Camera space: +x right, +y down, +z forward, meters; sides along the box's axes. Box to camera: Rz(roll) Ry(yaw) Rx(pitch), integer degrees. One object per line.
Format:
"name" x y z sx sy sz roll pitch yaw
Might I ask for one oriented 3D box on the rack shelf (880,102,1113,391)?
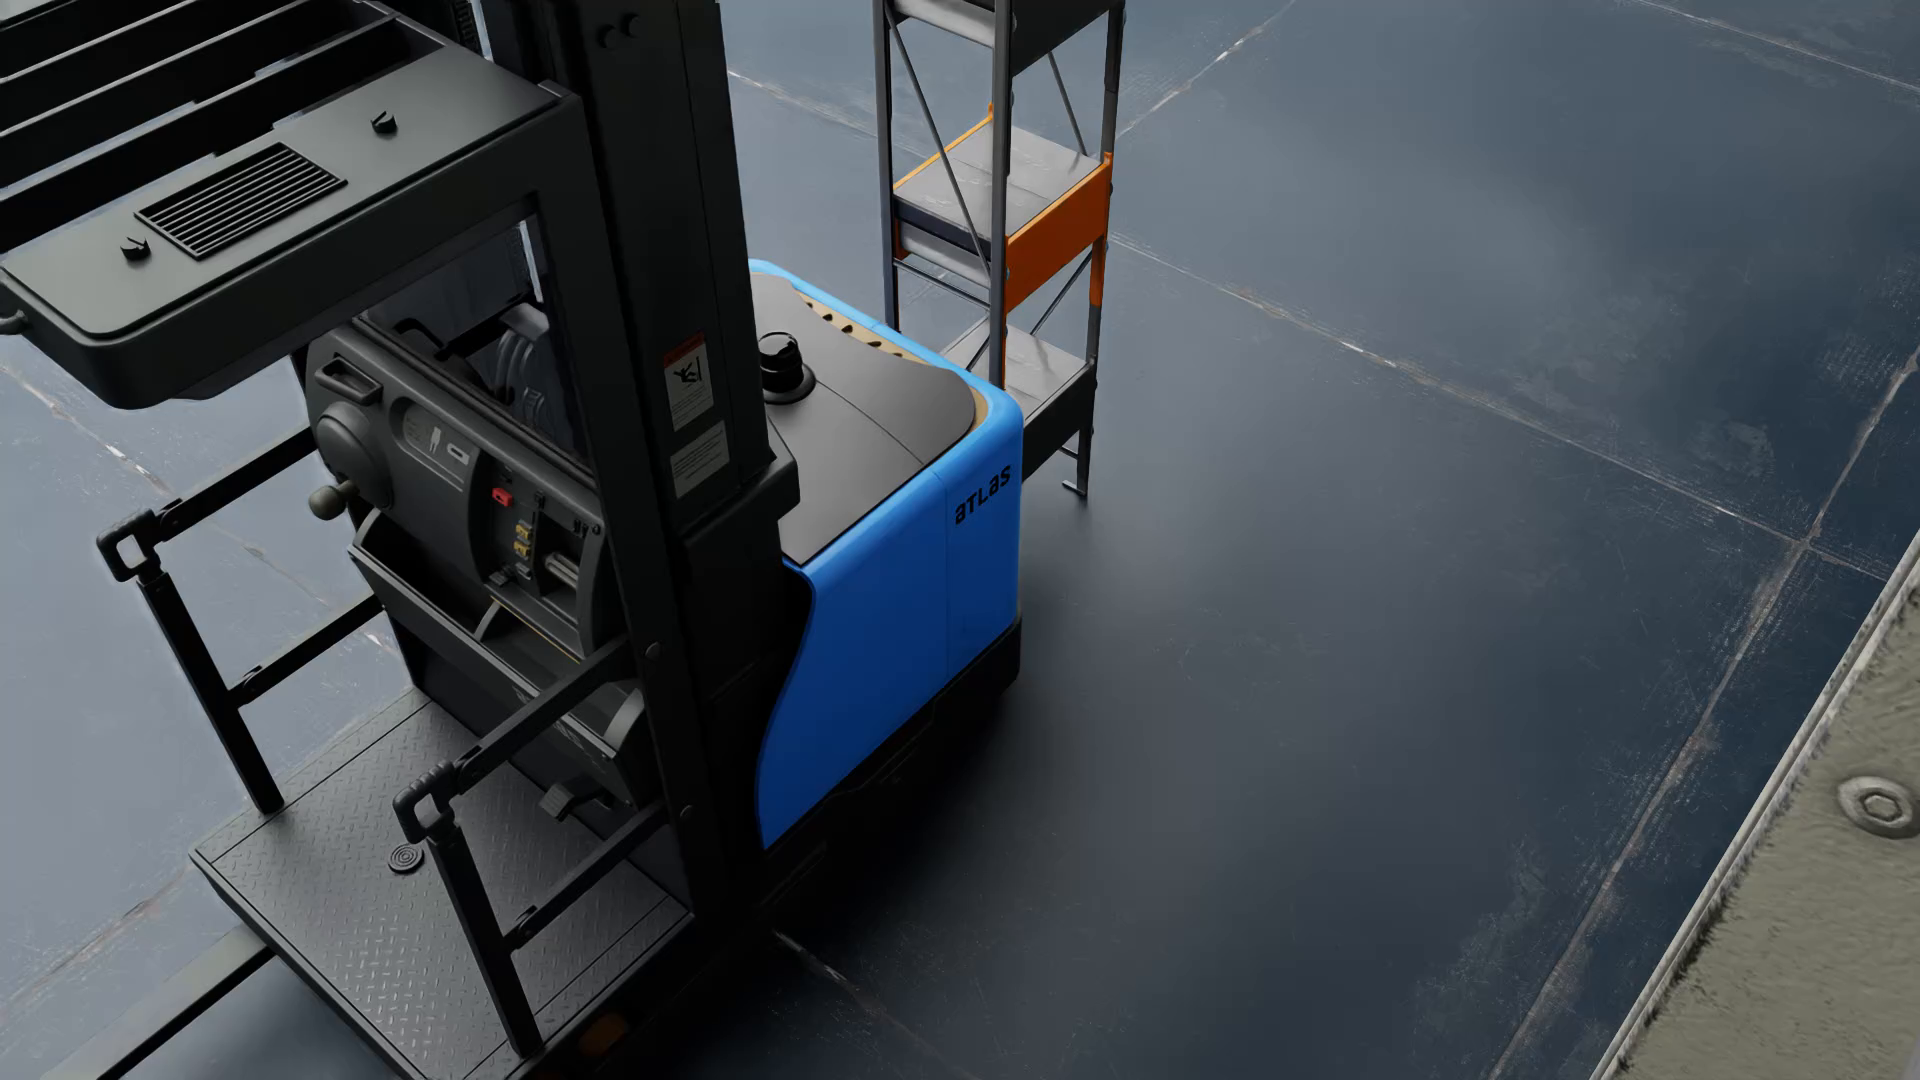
"rack shelf" 0.101 -0.811 4.591 0.431 0.518 0.480 29 53 25

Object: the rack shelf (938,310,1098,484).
"rack shelf" 0.101 -0.327 5.097 0.431 0.518 0.480 29 53 25

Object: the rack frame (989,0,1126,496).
"rack frame" 0.250 -0.960 4.715 0.400 2.100 0.015 29 53 25

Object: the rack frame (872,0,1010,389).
"rack frame" -0.048 -0.680 4.448 0.400 2.100 0.015 29 53 25

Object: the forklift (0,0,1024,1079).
"forklift" -1.163 -0.022 3.244 1.130 2.935 3.031 32 54 27

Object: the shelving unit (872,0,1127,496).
"shelving unit" 0.101 -0.820 4.581 0.431 2.100 0.503 29 53 25

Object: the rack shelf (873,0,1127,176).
"rack shelf" 0.101 -1.294 4.085 0.431 0.518 0.480 29 53 25
